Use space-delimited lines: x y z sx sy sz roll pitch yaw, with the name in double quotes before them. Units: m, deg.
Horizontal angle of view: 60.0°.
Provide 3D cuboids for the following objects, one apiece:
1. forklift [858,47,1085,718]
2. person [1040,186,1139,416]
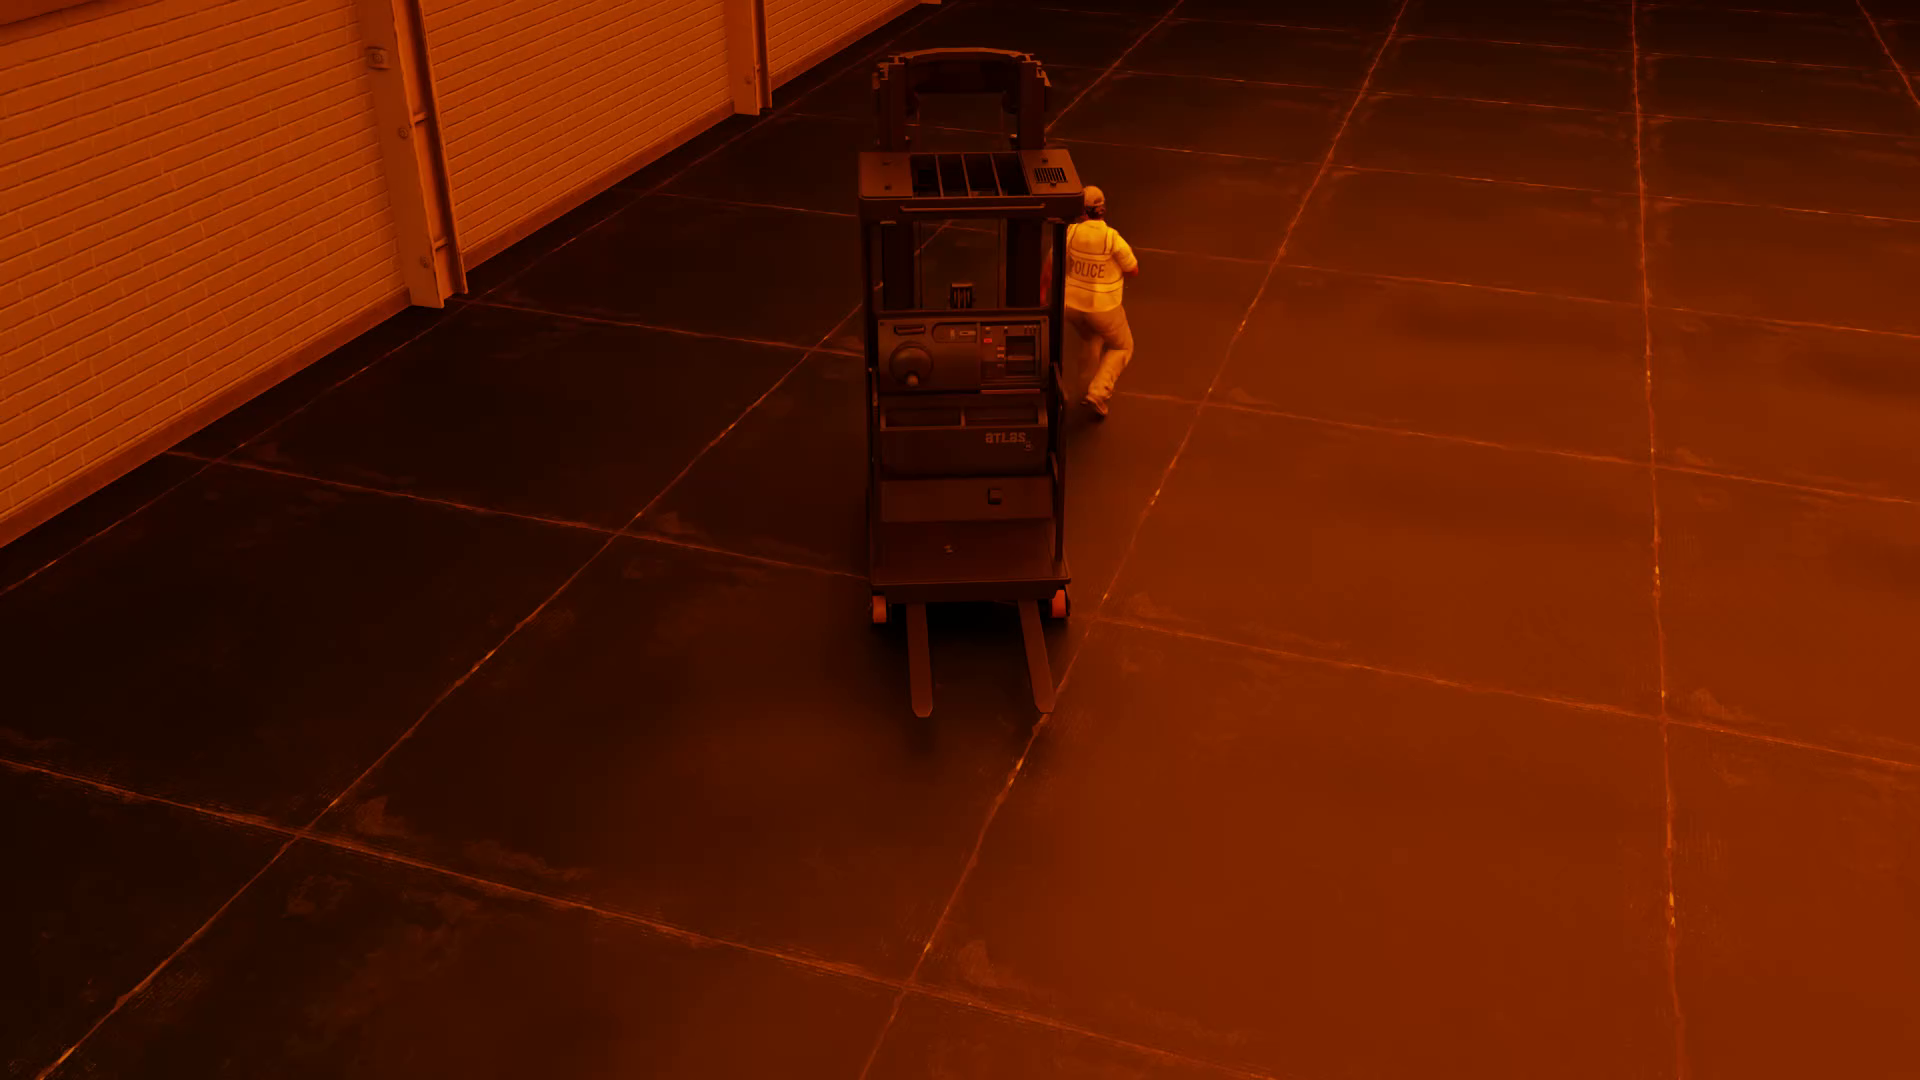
"forklift" 0.035 -0.972 8.842 1.130 2.935 3.031 -2 30 -3
"person" 0.895 -1.636 11.352 0.642 1.610 0.576 20 35 31
